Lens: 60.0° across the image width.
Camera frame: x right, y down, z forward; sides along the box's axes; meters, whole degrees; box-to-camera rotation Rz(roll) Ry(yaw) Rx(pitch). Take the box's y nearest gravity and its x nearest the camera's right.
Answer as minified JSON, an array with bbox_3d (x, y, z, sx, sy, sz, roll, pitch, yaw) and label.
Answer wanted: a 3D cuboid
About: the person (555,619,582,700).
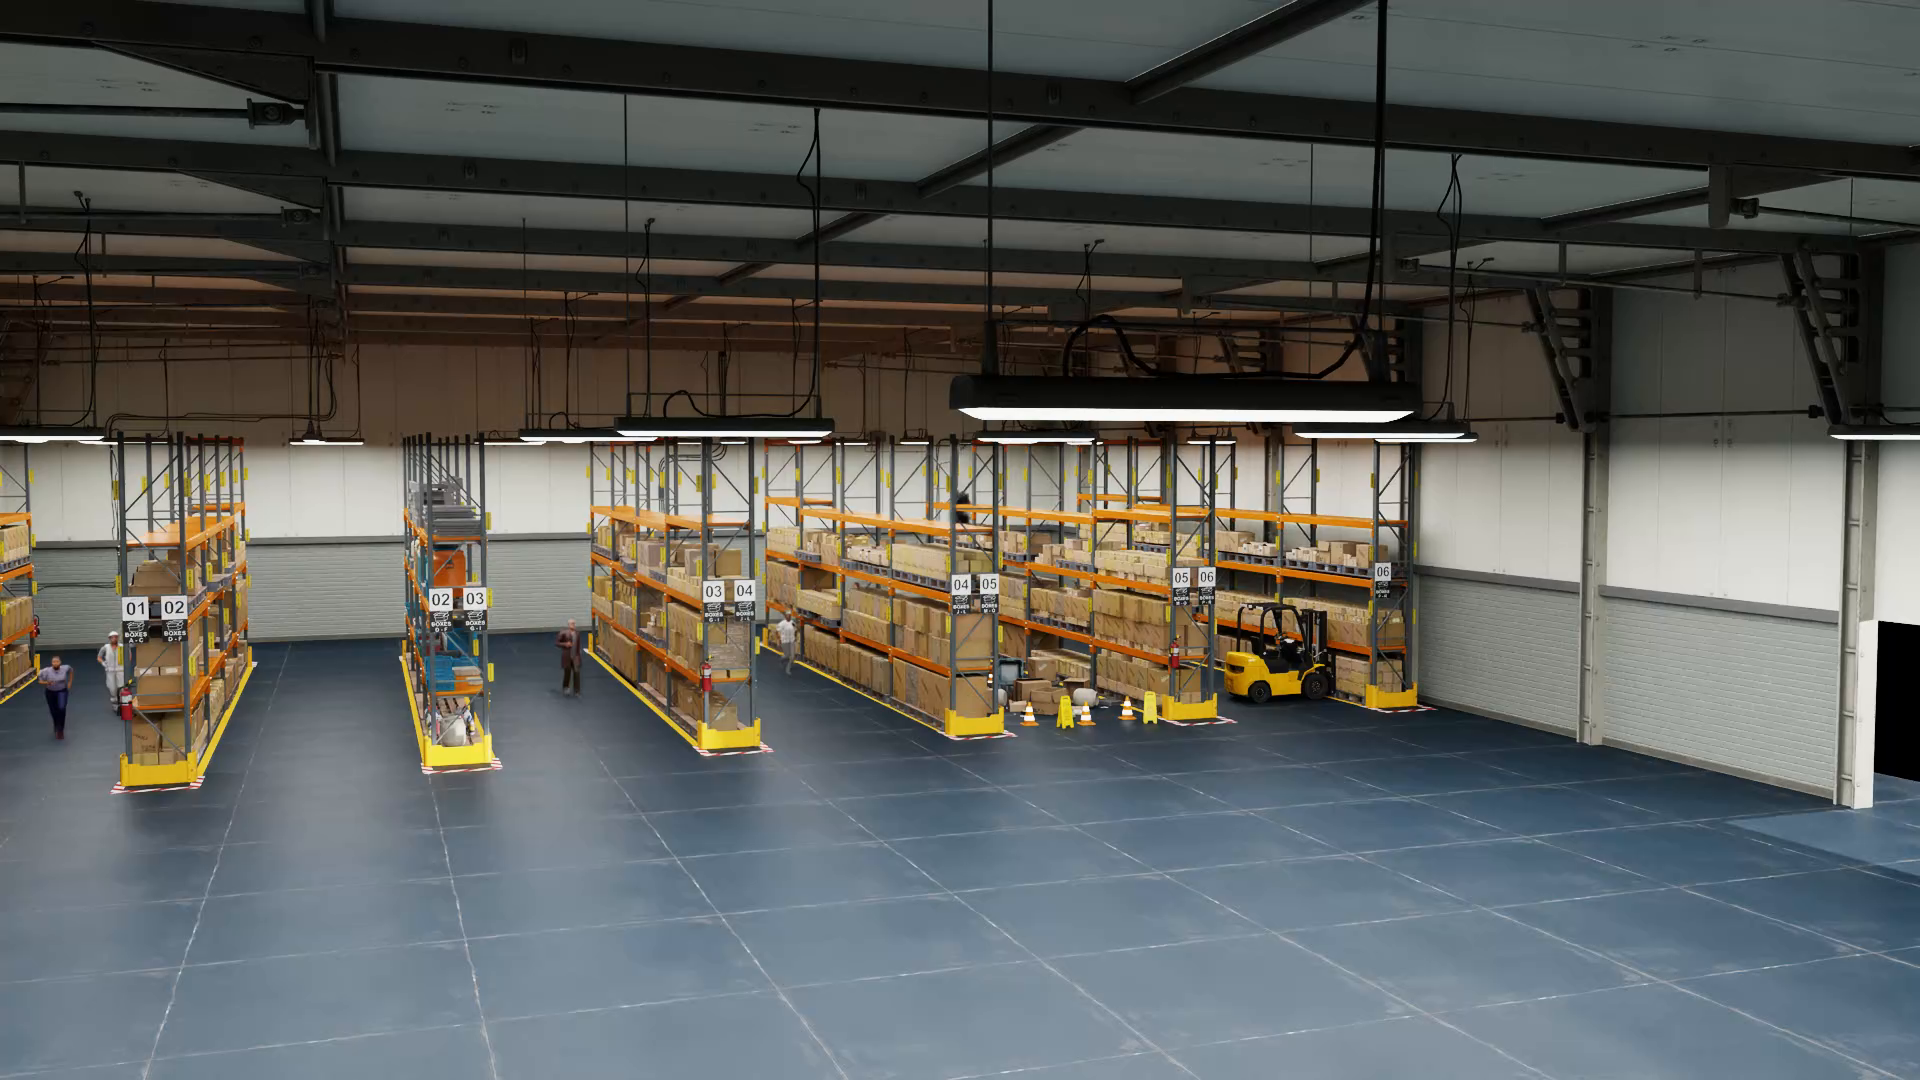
[{"bbox_3d":[-8.956,2.719,38.115,0.679,1.821,0.966,-2,4,-32],"label":"person"}]

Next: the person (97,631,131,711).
[{"bbox_3d":[-18.237,2.847,35.866,0.657,1.751,0.624,-1,3,-25],"label":"person"}]

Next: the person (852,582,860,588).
[{"bbox_3d":[-3.142,2.090,50.234,0.955,1.666,0.567,-2,4,-30],"label":"person"}]

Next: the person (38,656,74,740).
[{"bbox_3d":[-17.902,3.183,32.966,0.601,1.493,0.941,-1,3,-24],"label":"person"}]

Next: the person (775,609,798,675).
[{"bbox_3d":[-4.355,2.579,42.011,0.581,1.656,0.560,-2,4,-28],"label":"person"}]
